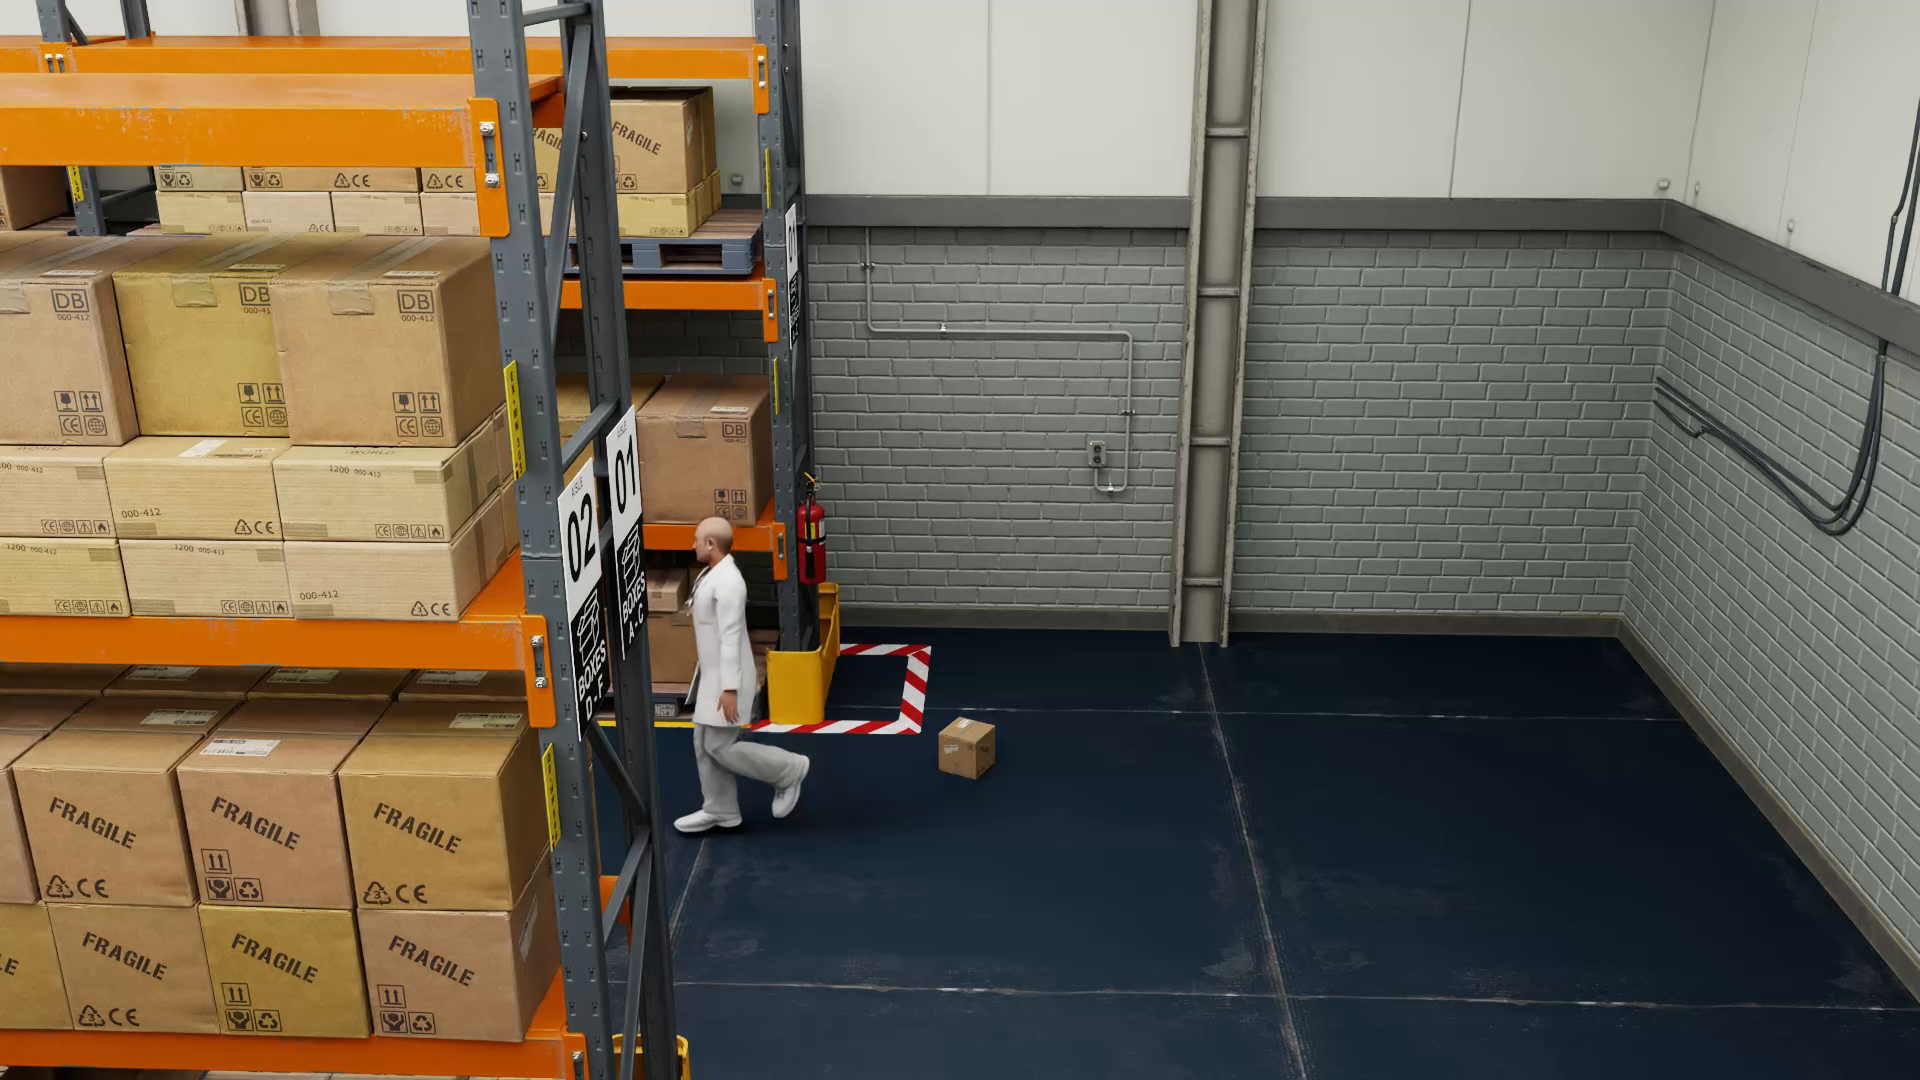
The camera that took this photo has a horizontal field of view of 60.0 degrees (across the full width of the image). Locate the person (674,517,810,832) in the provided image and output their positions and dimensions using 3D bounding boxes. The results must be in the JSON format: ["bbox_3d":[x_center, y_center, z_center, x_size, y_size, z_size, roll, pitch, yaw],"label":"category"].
[{"bbox_3d":[-1.235,0.739,9.079,0.762,1.750,0.681,-6,21,-16],"label":"person"}]
